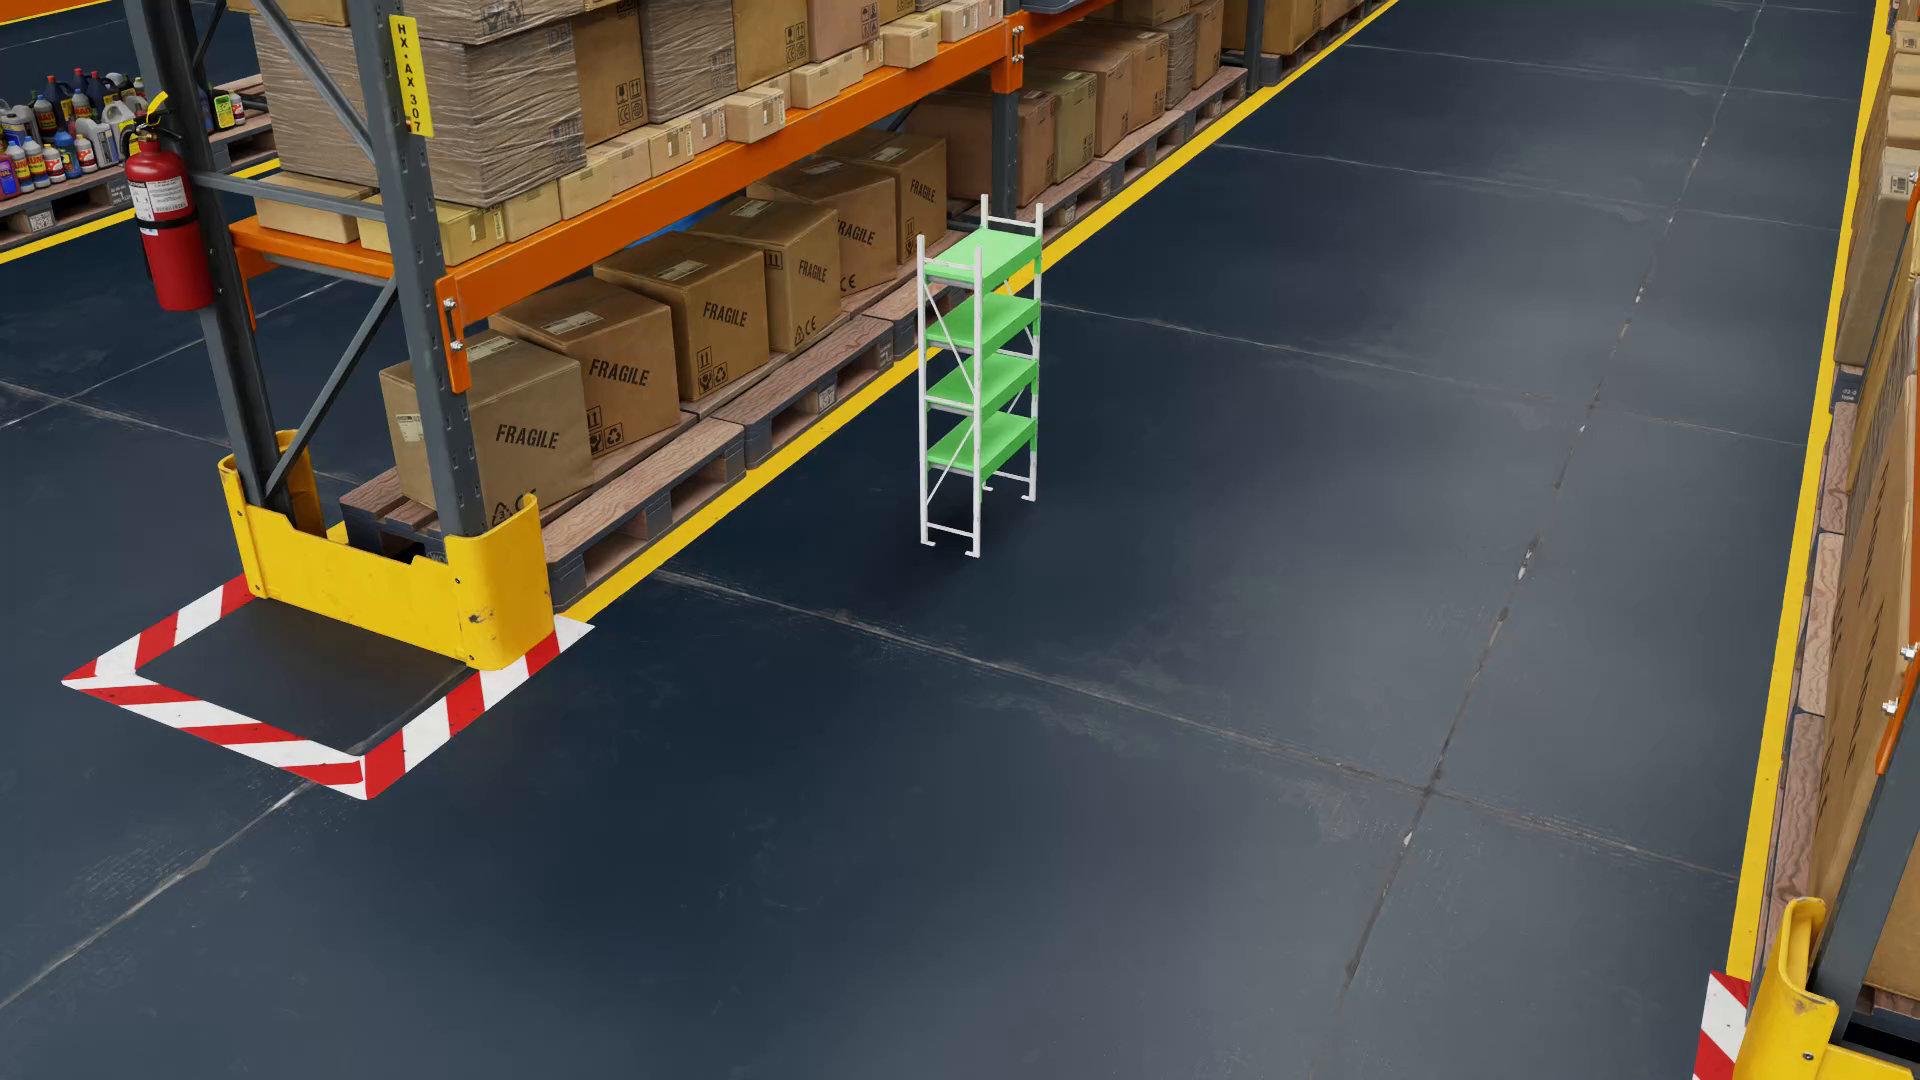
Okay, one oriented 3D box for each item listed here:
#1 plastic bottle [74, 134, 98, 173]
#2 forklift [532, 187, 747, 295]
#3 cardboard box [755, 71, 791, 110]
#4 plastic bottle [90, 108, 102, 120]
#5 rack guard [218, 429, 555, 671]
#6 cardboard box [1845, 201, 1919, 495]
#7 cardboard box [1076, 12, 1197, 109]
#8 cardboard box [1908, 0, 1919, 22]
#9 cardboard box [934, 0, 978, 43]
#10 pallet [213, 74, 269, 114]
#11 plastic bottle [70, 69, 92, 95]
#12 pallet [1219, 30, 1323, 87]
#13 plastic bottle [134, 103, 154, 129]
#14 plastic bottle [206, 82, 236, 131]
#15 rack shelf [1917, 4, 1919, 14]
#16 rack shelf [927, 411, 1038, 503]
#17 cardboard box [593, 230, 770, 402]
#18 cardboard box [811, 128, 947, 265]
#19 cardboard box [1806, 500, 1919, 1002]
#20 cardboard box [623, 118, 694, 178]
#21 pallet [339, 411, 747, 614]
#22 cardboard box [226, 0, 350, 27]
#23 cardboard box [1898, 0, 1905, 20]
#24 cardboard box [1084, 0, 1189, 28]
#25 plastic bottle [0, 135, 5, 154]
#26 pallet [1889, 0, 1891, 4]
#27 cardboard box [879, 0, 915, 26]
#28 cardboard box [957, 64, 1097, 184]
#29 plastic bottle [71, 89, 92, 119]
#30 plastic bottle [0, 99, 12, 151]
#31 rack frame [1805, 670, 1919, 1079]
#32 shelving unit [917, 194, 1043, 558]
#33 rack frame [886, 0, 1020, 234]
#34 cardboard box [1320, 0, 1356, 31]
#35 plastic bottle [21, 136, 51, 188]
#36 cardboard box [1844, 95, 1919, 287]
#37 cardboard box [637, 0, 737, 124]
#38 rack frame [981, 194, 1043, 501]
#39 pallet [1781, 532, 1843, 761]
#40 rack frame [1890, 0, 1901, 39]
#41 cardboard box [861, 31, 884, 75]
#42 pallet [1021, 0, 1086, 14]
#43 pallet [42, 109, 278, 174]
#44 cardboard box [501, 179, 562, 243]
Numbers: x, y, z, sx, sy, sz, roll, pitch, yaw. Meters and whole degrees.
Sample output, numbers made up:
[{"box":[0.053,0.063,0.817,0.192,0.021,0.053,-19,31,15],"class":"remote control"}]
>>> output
[{"box":[-4.969,-2.196,9.431,0.097,0.201,0.097,0,30,0],"class":"plastic bottle"},{"box":[-1.765,-3.164,8.816,1.130,2.935,3.031,0,30,0],"class":"forklift"},{"box":[-0.896,-1.778,6.587,0.380,0.149,0.250,14,33,23],"class":"cardboard box"},{"box":[-4.965,-2.373,9.657,0.061,0.283,0.133,14,33,23],"class":"plastic bottle"},{"box":[-1.969,0.019,5.714,1.175,0.500,0.348,14,33,23],"class":"rack guard"},{"box":[3.839,-0.632,6.050,0.875,0.875,0.875,15,33,24],"class":"cardboard box"},{"box":[1.112,-3.134,10.764,0.700,0.500,0.500,12,32,19],"class":"cardboard box"},{"box":[6.088,-3.193,10.134,0.500,0.250,0.500,13,33,22],"class":"cardboard box"},{"box":[-0.140,-2.425,7.712,0.380,0.149,0.250,14,33,23],"class":"cardboard box"},{"box":[-4.267,-3.076,11.394,1.003,0.211,1.213,14,33,23],"class":"pallet"},{"box":[-5.328,-2.706,10.169,0.144,0.351,0.185,15,33,25],"class":"plastic bottle"},{"box":[2.067,-3.701,12.482,1.003,0.211,1.213,14,33,23],"class":"pallet"},{"box":[-4.752,-2.423,9.743,0.061,0.283,0.133,17,34,27],"class":"plastic bottle"},{"box":[-4.516,-2.653,10.143,0.061,0.283,0.133,16,34,26],"class":"plastic bottle"},{"box":[6.921,-3.982,10.895,1.077,0.370,4.000,14,33,23],"class":"rack shelf"},{"box":[0.075,-0.330,6.230,0.258,0.148,0.480,14,33,23],"class":"rack shelf"},{"box":[-1.160,-0.948,6.977,0.500,0.500,0.500,18,34,28],"class":"cardboard box"},{"box":[-0.399,-1.734,8.346,0.500,0.500,0.500,13,32,22],"class":"cardboard box"},{"box":[2.616,0.563,3.970,0.875,0.875,0.875,14,33,24],"class":"cardboard box"},{"box":[-1.188,-1.433,5.985,0.380,0.149,0.250,14,33,23],"class":"cardboard box"},{"box":[-1.567,-0.208,6.399,1.003,0.211,1.213,14,33,23],"class":"pallet"},{"box":[-1.973,-1.937,5.207,0.500,0.500,0.500,14,33,23],"class":"cardboard box"},{"box":[7.020,-3.777,11.903,0.500,0.500,0.500,16,33,25],"class":"cardboard box"},{"box":[1.130,-3.468,10.593,0.500,0.250,0.500,18,35,29],"class":"cardboard box"},{"box":[-5.565,-2.279,9.574,0.097,0.201,0.097,0,30,0],"class":"plastic bottle"},{"box":[8.661,-4.820,14.432,1.003,0.211,1.213,14,33,23],"class":"pallet"},{"box":[-0.701,-2.577,7.327,0.875,0.500,0.500,14,33,23],"class":"cardboard box"},{"box":[0.352,-2.386,9.460,0.700,0.500,0.500,14,33,23],"class":"cardboard box"},{"box":[-5.286,-2.580,10.029,0.097,0.271,0.097,0,30,0],"class":"plastic bottle"},{"box":[-5.607,-2.434,9.695,0.144,0.351,0.185,14,33,23],"class":"plastic bottle"},{"box":[2.363,0.138,2.997,0.949,2.616,0.053,14,33,23],"class":"rack frame"},{"box":[0.075,-0.594,6.079,0.258,1.200,0.503,14,33,23],"class":"shelving unit"},{"box":[-0.181,-2.804,8.121,1.000,3.000,0.127,14,33,23],"class":"rack frame"},{"box":[2.387,-4.533,12.843,1.225,0.875,0.875,14,33,23],"class":"cardboard box"},{"box":[-5.108,-2.092,9.178,0.097,0.271,0.097,0,30,0],"class":"plastic bottle"},{"box":[4.834,-1.563,7.797,1.050,0.750,0.750,14,33,23],"class":"cardboard box"},{"box":[-1.341,-1.902,6.150,0.875,0.500,0.500,14,33,23],"class":"cardboard box"},{"box":[0.187,-0.702,6.267,0.240,1.200,0.015,14,33,23],"class":"rack frame"},{"box":[3.217,0.437,5.277,1.003,0.211,1.213,14,33,23],"class":"pallet"},{"box":[7.832,-5.181,12.260,1.000,3.000,0.127,14,33,23],"class":"rack frame"},{"box":[-0.553,-2.110,7.165,0.380,0.149,0.250,14,33,23],"class":"cardboard box"},{"box":[0.296,-3.027,8.701,1.003,0.211,1.213,14,33,23],"class":"pallet"},{"box":[-4.934,-2.430,10.270,1.003,0.211,1.213,14,33,23],"class":"pallet"},{"box":[-1.531,-1.101,5.407,0.380,0.149,0.250,14,33,23],"class":"cardboard box"}]
